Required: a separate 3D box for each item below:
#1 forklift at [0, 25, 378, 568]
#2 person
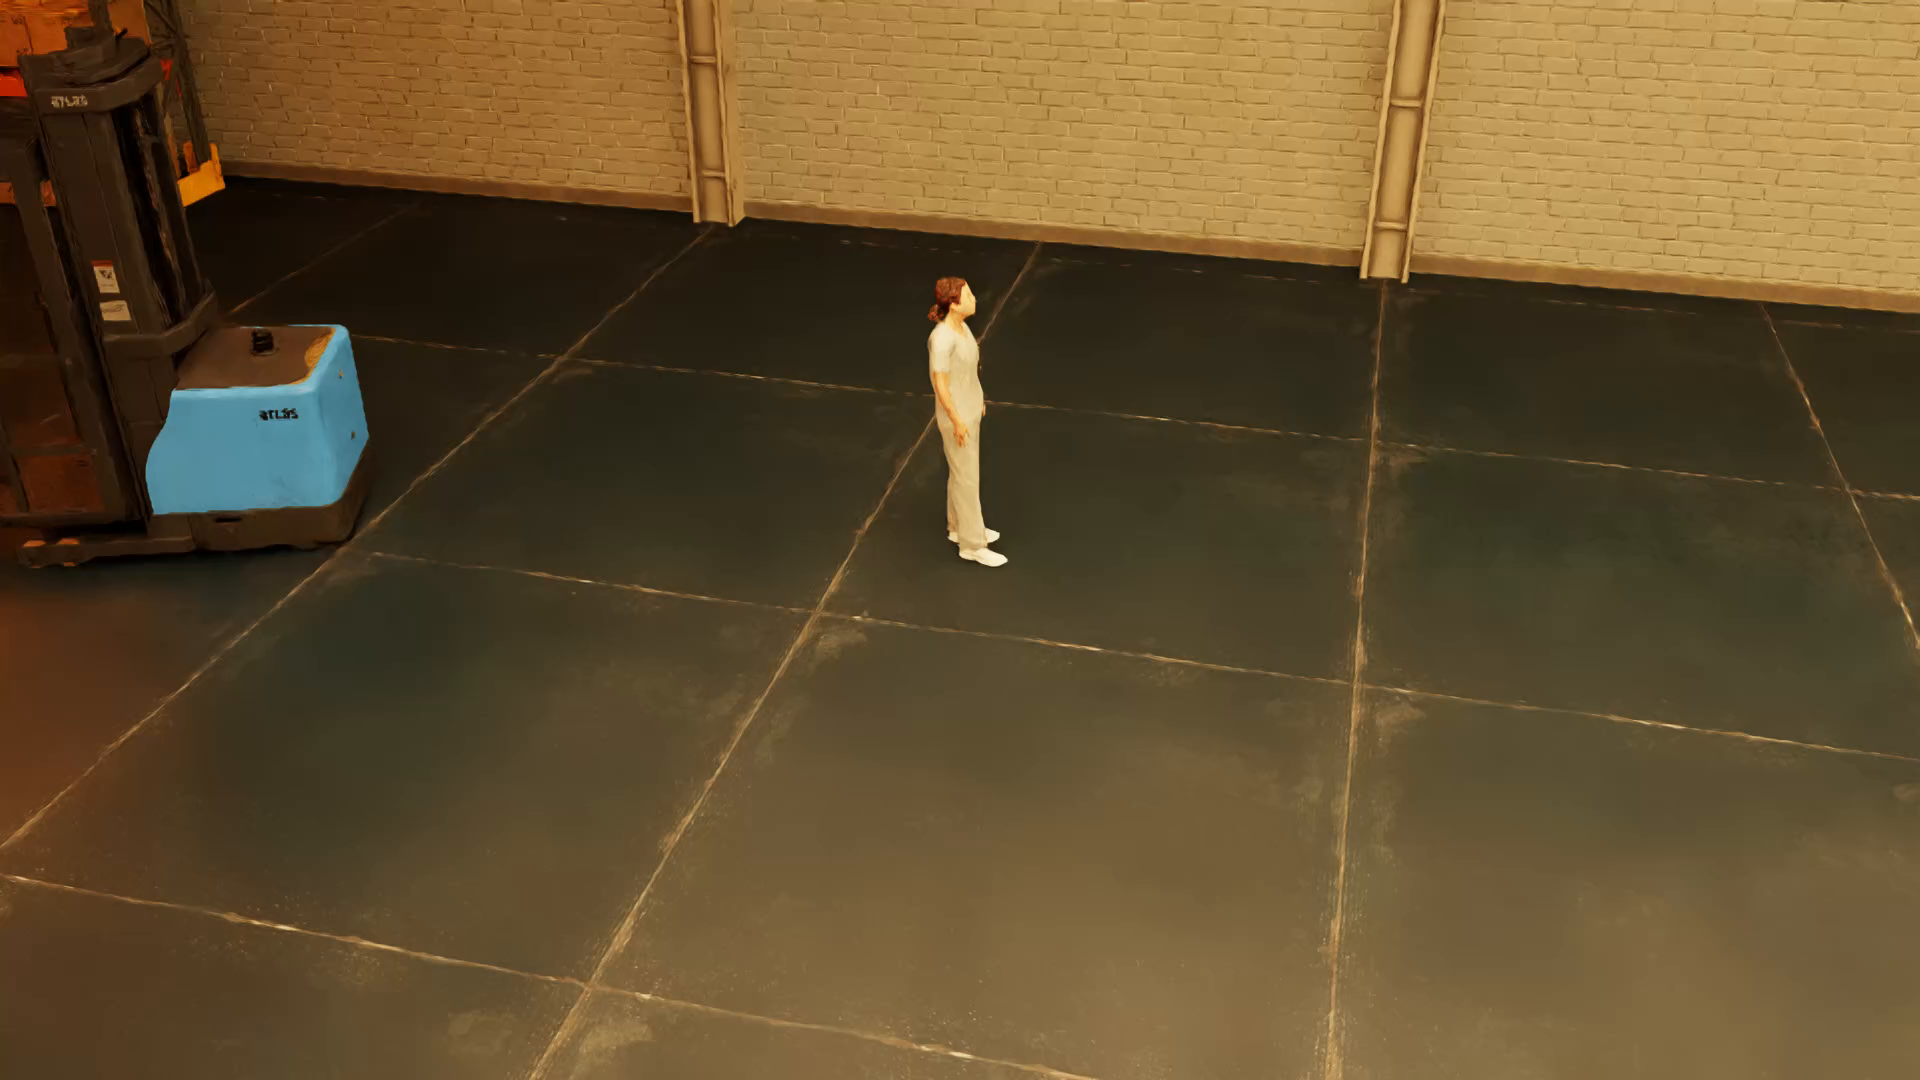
[{"bbox_3d":[-5.245,-1.383,9.611,3.031,2.935,1.130,-3,30,-5],"label":"forklift"},{"bbox_3d":[0.069,-0.720,9.700,0.548,1.674,0.550,7,30,12],"label":"person"}]
